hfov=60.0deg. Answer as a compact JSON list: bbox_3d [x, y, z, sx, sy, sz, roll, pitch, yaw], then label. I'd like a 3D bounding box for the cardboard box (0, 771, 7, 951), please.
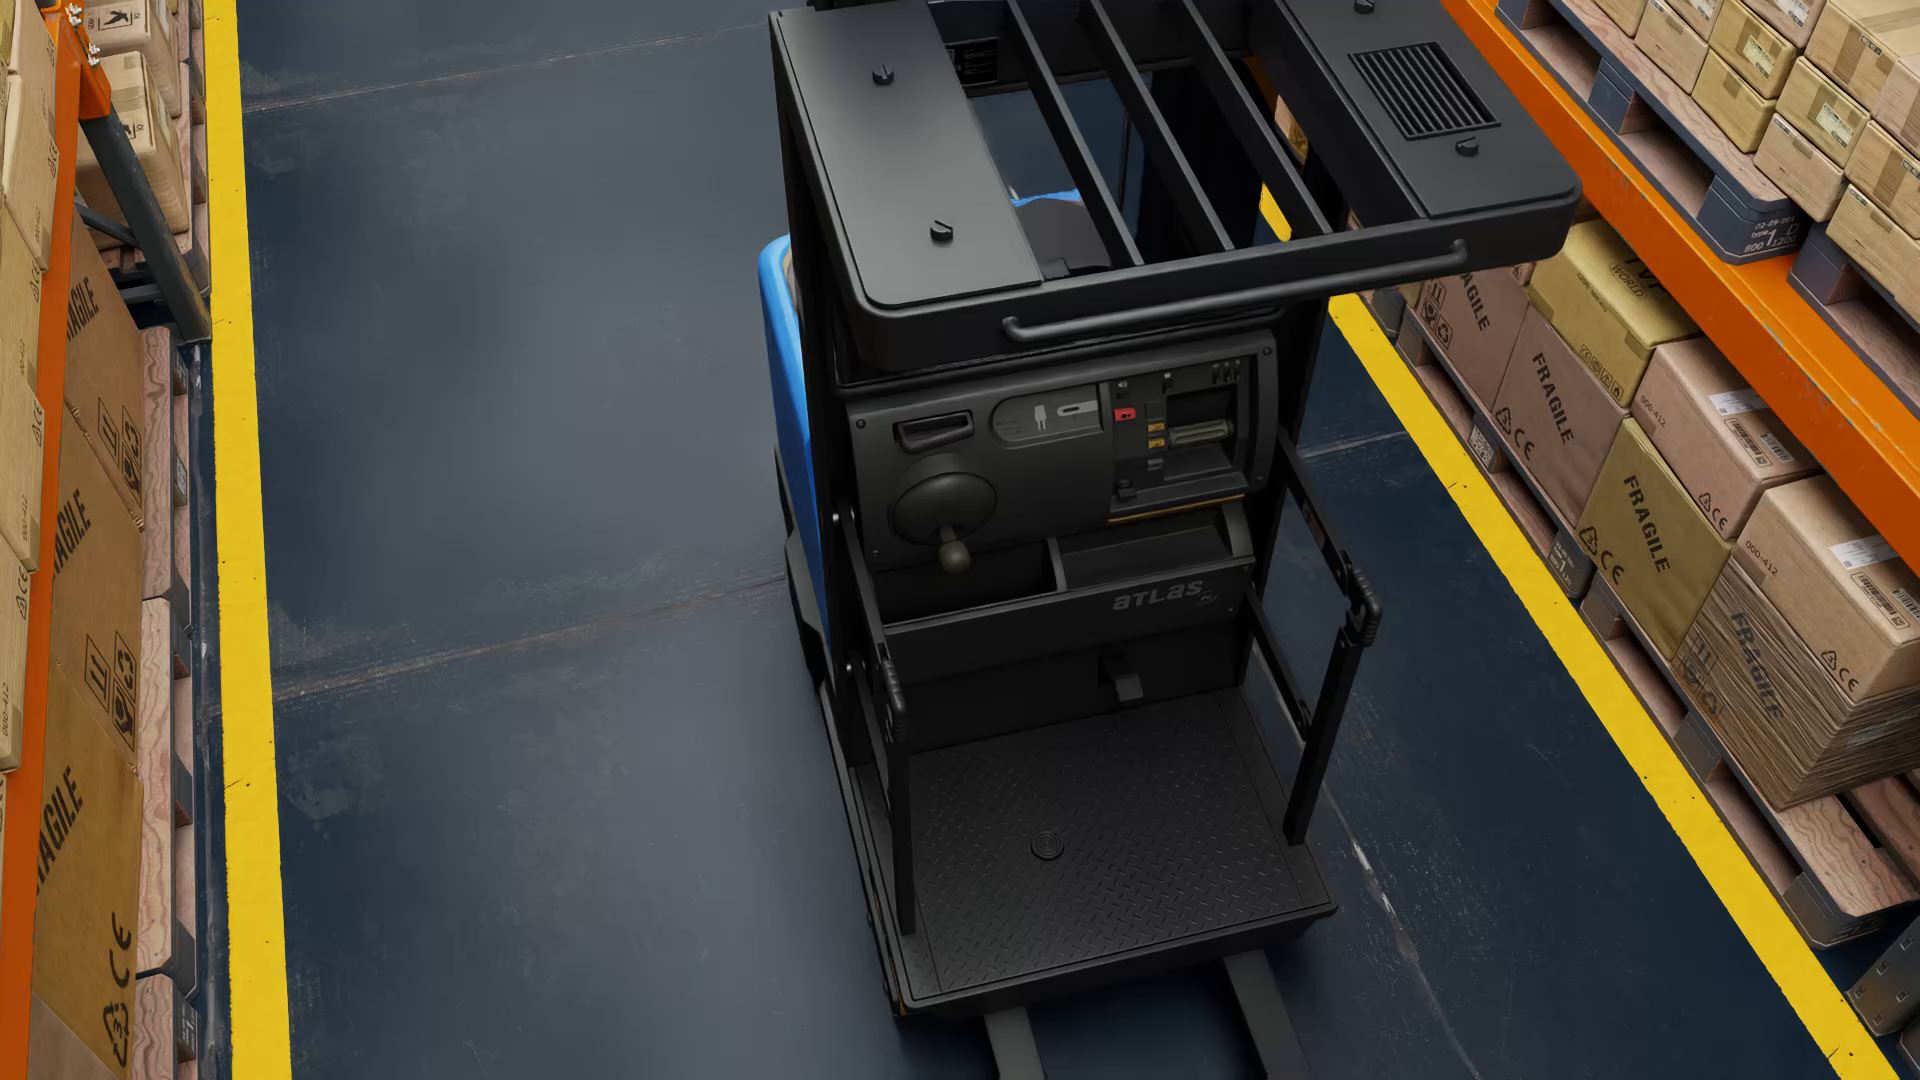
[{"bbox_3d":[-1.969,0.615,2.868,0.500,0.250,0.500,-14,51,-12],"label":"cardboard box"}]

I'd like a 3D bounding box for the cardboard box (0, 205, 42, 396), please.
[{"bbox_3d":[-2.423,-0.497,3.805,0.500,0.250,0.500,-14,51,-11],"label":"cardboard box"}]

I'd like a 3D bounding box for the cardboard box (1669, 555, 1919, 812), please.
[{"bbox_3d":[2.302,0.319,4.380,0.500,0.500,0.500,-14,51,-12],"label":"cardboard box"}]

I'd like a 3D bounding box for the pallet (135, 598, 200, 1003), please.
[{"bbox_3d":[-2.602,0.785,4.450,1.003,0.211,1.213,-13,51,-11],"label":"pallet"}]

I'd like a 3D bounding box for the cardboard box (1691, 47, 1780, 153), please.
[{"bbox_3d":[2.067,-1.118,4.121,0.380,0.149,0.250,-11,51,-9],"label":"cardboard box"}]

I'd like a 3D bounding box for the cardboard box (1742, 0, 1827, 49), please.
[{"bbox_3d":[2.072,-1.315,3.897,0.380,0.149,0.250,-15,52,-13],"label":"cardboard box"}]

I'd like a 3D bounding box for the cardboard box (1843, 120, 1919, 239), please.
[{"bbox_3d":[2.221,-0.837,3.689,0.380,0.149,0.250,-15,51,-12],"label":"cardboard box"}]

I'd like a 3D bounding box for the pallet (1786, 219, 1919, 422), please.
[{"bbox_3d":[2.675,-0.397,3.749,1.003,0.211,1.213,-13,51,-11],"label":"pallet"}]

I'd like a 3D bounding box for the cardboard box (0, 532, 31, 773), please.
[{"bbox_3d":[-2.106,0.237,3.187,0.500,0.250,0.500,-14,51,-11],"label":"cardboard box"}]

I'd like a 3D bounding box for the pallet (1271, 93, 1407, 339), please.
[{"bbox_3d":[1.809,-1.320,6.224,1.003,0.211,1.213,-13,51,-11],"label":"pallet"}]

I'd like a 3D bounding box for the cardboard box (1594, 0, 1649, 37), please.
[{"bbox_3d":[1.912,-1.504,4.445,0.380,0.149,0.250,-13,51,-10],"label":"cardboard box"}]

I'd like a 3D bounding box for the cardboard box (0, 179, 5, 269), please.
[{"bbox_3d":[-2.408,-0.670,3.624,0.500,0.250,0.500,-15,51,-12],"label":"cardboard box"}]

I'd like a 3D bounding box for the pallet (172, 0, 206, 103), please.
[{"bbox_3d":[-3.707,-2.158,6.931,1.003,0.211,1.213,-13,51,-11],"label":"pallet"}]

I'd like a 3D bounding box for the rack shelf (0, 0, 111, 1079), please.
[{"bbox_3d":[-2.528,0.096,3.678,1.077,0.370,4.000,-13,51,-11],"label":"rack shelf"}]

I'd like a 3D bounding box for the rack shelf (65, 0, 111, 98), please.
[{"bbox_3d":[-3.711,-2.825,6.140,1.077,0.370,4.000,-13,51,-11],"label":"rack shelf"}]

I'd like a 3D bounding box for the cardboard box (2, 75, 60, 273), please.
[{"bbox_3d":[-2.556,-0.868,4.118,0.500,0.250,0.500,-12,51,-10],"label":"cardboard box"}]

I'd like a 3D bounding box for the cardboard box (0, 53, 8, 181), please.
[{"bbox_3d":[-2.579,-1.039,3.935,0.500,0.250,0.500,-14,51,-12],"label":"cardboard box"}]

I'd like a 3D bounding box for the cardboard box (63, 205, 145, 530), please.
[{"bbox_3d":[-2.995,-0.524,4.845,0.875,0.875,0.875,-14,51,-11],"label":"cardboard box"}]

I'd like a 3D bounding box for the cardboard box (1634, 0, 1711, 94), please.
[{"bbox_3d":[1.988,-1.313,4.285,0.380,0.149,0.250,-15,51,-12],"label":"cardboard box"}]

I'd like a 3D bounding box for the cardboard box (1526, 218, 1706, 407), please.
[{"bbox_3d":[1.991,-0.688,4.737,0.500,0.250,0.500,-15,52,-13],"label":"cardboard box"}]

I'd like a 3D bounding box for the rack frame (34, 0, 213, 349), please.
[{"bbox_3d":[-3.120,-1.596,4.634,1.000,3.000,0.127,-13,51,-11],"label":"rack frame"}]

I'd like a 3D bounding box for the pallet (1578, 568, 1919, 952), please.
[{"bbox_3d":[2.530,0.462,4.722,1.003,0.211,1.213,-13,51,-11],"label":"pallet"}]

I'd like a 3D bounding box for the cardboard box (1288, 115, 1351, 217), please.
[{"bbox_3d":[1.544,-1.545,5.951,0.500,0.500,0.500,-15,52,-13],"label":"cardboard box"}]

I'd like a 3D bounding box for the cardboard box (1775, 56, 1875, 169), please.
[{"bbox_3d":[2.145,-1.027,3.849,0.380,0.149,0.250,-16,52,-13],"label":"cardboard box"}]

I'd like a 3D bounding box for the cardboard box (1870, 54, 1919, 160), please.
[{"bbox_3d":[2.224,-0.940,3.581,0.380,0.149,0.250,-13,51,-11],"label":"cardboard box"}]

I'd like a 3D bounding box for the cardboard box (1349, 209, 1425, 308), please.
[{"bbox_3d":[1.696,-1.178,5.642,0.500,0.500,0.500,-13,51,-11],"label":"cardboard box"}]

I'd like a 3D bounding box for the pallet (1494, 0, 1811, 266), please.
[{"bbox_3d":[2.203,-1.291,4.502,1.003,0.211,1.213,-13,51,-11],"label":"pallet"}]

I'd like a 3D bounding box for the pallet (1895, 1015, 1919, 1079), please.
[{"bbox_3d":[2.994,1.513,3.836,1.003,0.211,1.213,-13,51,-11],"label":"pallet"}]

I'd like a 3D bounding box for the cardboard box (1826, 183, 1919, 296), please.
[{"bbox_3d":[2.232,-0.723,3.787,0.380,0.149,0.250,-16,52,-13],"label":"cardboard box"}]

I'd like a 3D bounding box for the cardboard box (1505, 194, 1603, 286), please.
[{"bbox_3d":[1.836,-1.068,5.058,0.500,0.250,0.500,-13,51,-11],"label":"cardboard box"}]

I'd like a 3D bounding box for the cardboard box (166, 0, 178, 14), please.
[{"bbox_3d":[-3.722,-2.392,6.749,0.950,0.372,0.625,-12,51,-10],"label":"cardboard box"}]

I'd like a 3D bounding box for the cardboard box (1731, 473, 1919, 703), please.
[{"bbox_3d":[2.300,0.074,4.096,0.500,0.250,0.500,-15,51,-12],"label":"cardboard box"}]

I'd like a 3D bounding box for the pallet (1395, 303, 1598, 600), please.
[{"bbox_3d":[2.166,-0.430,5.475,1.003,0.211,1.213,-13,51,-11],"label":"pallet"}]

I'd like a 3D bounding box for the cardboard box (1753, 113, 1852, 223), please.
[{"bbox_3d":[2.144,-0.925,3.957,0.380,0.149,0.250,-15,52,-13],"label":"cardboard box"}]

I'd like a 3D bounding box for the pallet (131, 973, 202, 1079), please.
[{"bbox_3d":[-2.237,1.677,3.698,1.003,0.211,1.213,-13,51,-11],"label":"pallet"}]

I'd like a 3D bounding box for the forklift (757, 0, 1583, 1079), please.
[{"bbox_3d":[0.285,-0.076,3.397,1.130,2.935,3.031,-11,51,-9],"label":"forklift"}]

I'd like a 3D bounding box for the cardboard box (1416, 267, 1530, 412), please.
[{"bbox_3d":[1.853,-0.805,5.327,0.500,0.500,0.500,-14,51,-12],"label":"cardboard box"}]

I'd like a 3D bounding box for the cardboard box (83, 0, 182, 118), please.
[{"bbox_3d":[-3.503,-1.837,6.281,0.950,0.372,0.625,-14,51,-12],"label":"cardboard box"}]

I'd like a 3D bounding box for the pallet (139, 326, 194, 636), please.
[{"bbox_3d":[-2.959,-0.105,5.200,1.003,0.211,1.213,-13,51,-11],"label":"pallet"}]

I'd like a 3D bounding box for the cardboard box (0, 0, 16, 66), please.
[{"bbox_3d":[-2.734,-1.413,4.250,0.500,0.250,0.500,-13,51,-11],"label":"cardboard box"}]

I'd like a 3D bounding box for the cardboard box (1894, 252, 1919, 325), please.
[{"bbox_3d":[2.306,-0.540,3.633,0.380,0.149,0.250,-13,51,-11],"label":"cardboard box"}]

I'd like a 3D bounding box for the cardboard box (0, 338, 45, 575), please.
[{"bbox_3d":[-2.245,-0.130,3.496,0.500,0.250,0.500,-14,51,-12],"label":"cardboard box"}]

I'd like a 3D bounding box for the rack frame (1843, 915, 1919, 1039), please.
[{"bbox_3d":[2.762,0.132,3.177,1.000,3.000,0.127,-13,51,-11],"label":"rack frame"}]

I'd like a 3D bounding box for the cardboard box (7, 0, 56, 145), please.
[{"bbox_3d":[-2.722,-1.237,4.429,0.500,0.250,0.500,-15,51,-12],"label":"cardboard box"}]

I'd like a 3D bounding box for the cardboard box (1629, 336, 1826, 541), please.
[{"bbox_3d":[2.161,-0.305,4.415,0.500,0.250,0.500,-11,51,-9],"label":"cardboard box"}]

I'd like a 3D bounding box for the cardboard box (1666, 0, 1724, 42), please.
[{"bbox_3d":[1.996,-1.405,4.168,0.380,0.149,0.250,-12,51,-10],"label":"cardboard box"}]

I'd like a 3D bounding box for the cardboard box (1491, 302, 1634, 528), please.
[{"bbox_3d":[2.003,-0.432,5.012,0.500,0.500,0.500,-14,51,-12],"label":"cardboard box"}]

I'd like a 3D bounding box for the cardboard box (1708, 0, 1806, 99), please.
[{"bbox_3d":[2.062,-1.226,4.017,0.380,0.149,0.250,-13,51,-11],"label":"cardboard box"}]

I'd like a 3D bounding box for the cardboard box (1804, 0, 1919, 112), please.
[{"bbox_3d":[2.155,-1.120,3.733,0.380,0.149,0.250,-15,51,-12],"label":"cardboard box"}]

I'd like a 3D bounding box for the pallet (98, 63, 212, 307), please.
[{"bbox_3d":[-3.350,-1.269,6.182,1.003,0.211,1.213,-13,51,-11],"label":"pallet"}]

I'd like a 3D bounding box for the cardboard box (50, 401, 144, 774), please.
[{"bbox_3d":[-2.735,0.129,4.295,0.875,0.875,0.875,-13,51,-11],"label":"cardboard box"}]

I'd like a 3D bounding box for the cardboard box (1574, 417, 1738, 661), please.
[{"bbox_3d":[2.151,-0.056,4.696,0.500,0.500,0.500,-14,51,-12],"label":"cardboard box"}]

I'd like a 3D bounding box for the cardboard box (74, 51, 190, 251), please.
[{"bbox_3d":[-3.277,-1.300,5.828,0.950,0.372,0.625,-16,52,-13],"label":"cardboard box"}]

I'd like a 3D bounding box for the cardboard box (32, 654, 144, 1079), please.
[{"bbox_3d":[-2.471,0.782,3.744,0.875,0.875,0.875,-12,51,-10],"label":"cardboard box"}]
